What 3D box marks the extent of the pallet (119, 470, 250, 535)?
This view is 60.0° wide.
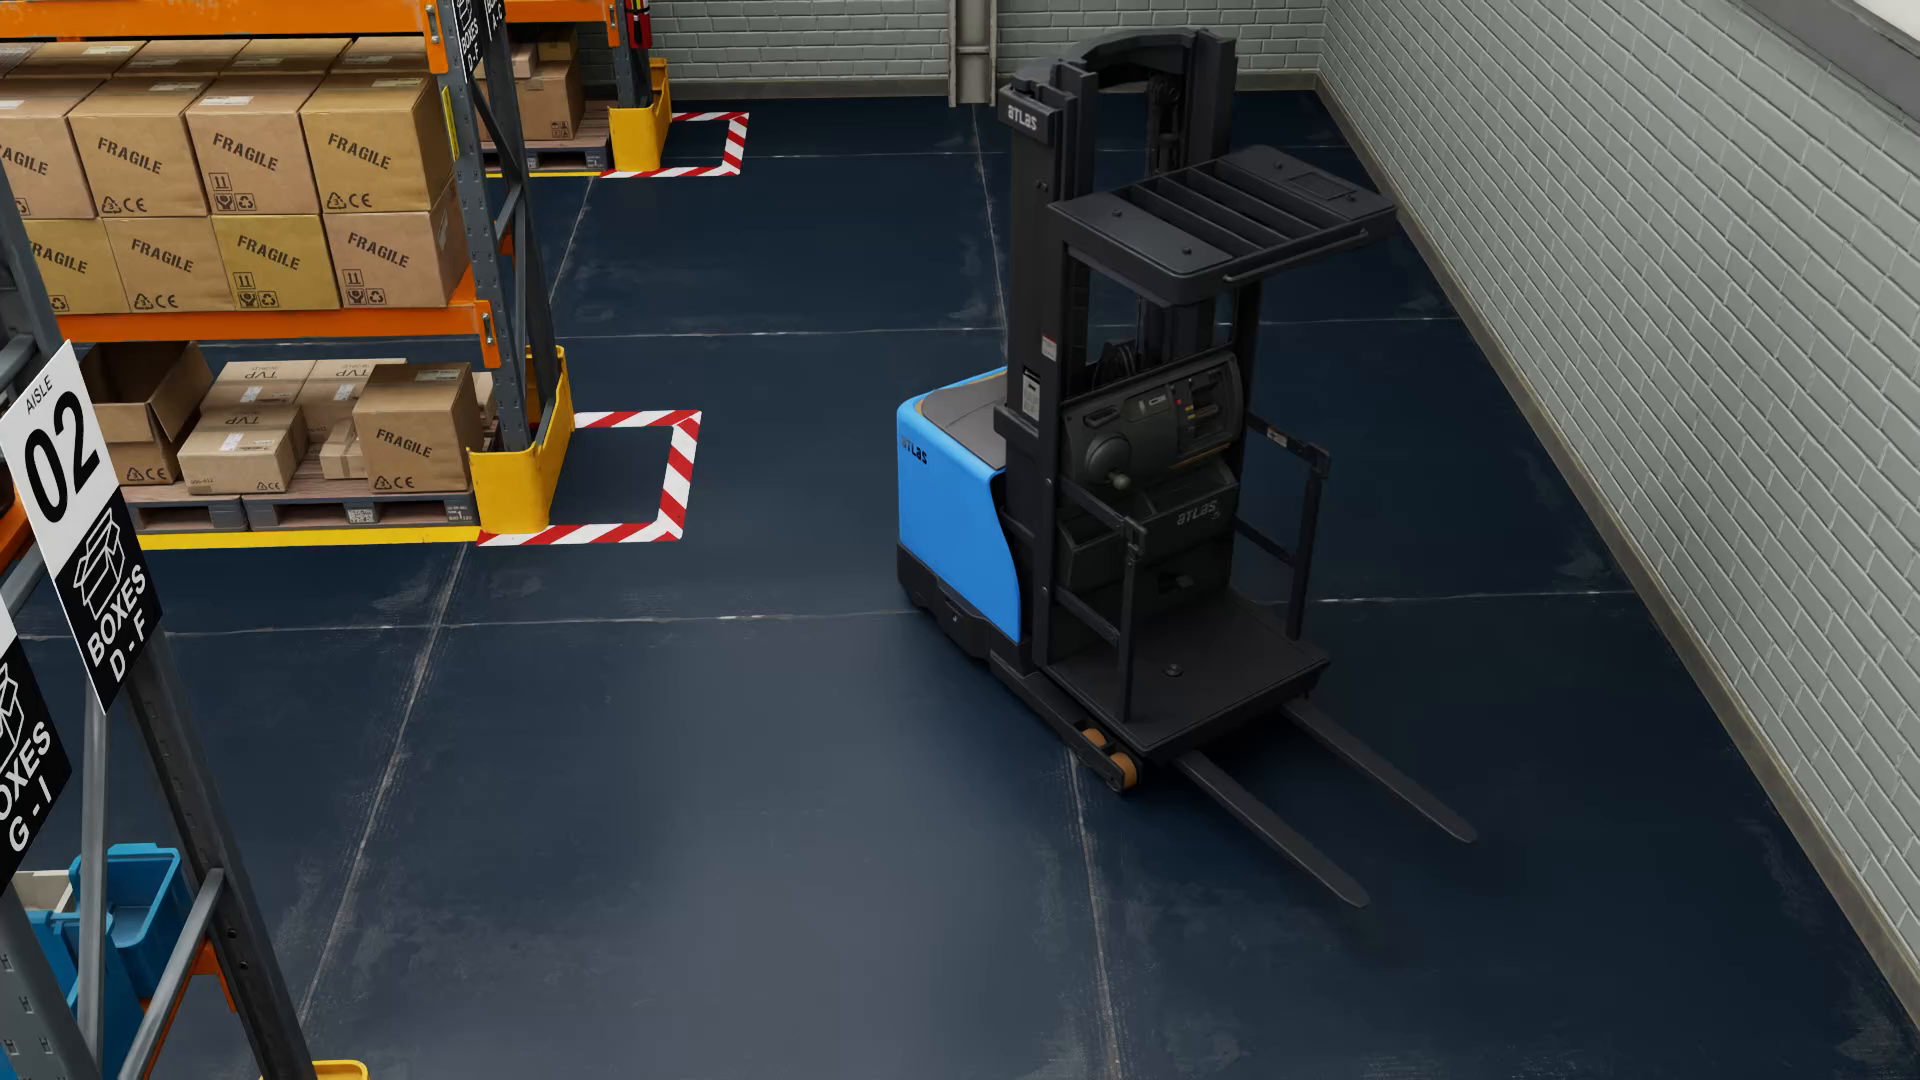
[{"bbox_3d":[-4.405,-0.397,9.138,1.213,0.211,1.003,-2,35,-2],"label":"pallet"}]

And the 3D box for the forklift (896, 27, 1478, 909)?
[{"bbox_3d":[0.938,-0.435,6.802,1.130,2.935,3.031,-22,40,-28],"label":"forklift"}]

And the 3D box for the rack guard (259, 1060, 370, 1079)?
[{"bbox_3d":[-2.063,2.237,5.079,0.348,0.500,1.175,-2,35,-2],"label":"rack guard"}]

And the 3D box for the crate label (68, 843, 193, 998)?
[{"bbox_3d":[-2.348,1.081,4.647,0.303,0.233,0.416,-2,35,-2],"label":"crate label"}]

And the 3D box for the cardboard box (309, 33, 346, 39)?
[{"bbox_3d":[-4.911,-3.818,12.889,0.250,0.149,0.380,-1,35,-2],"label":"cardboard box"}]

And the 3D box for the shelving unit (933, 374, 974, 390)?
[{"bbox_3d":[-0.025,-0.394,8.528,0.210,0.900,0.258,-2,35,-3],"label":"shelving unit"}]

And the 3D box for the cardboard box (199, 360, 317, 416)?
[{"bbox_3d":[-3.872,-0.769,9.255,0.500,0.250,0.500,-2,35,-2],"label":"cardboard box"}]

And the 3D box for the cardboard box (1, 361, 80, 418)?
[{"bbox_3d":[-5.007,-0.763,9.193,0.500,0.311,0.500,-2,35,-2],"label":"cardboard box"}]

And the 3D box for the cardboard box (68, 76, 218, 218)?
[{"bbox_3d":[-3.770,-1.852,7.824,0.500,0.500,0.500,-1,35,-1],"label":"cardboard box"}]

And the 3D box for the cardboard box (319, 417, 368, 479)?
[{"bbox_3d":[-3.257,-0.500,8.940,0.250,0.166,0.380,-2,35,-2],"label":"cardboard box"}]

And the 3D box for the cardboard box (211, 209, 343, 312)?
[{"bbox_3d":[-3.269,-1.457,8.132,0.500,0.500,0.500,-1,35,-2],"label":"cardboard box"}]

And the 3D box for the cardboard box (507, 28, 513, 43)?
[{"bbox_3d":[-3.640,-3.853,12.940,0.250,0.149,0.380,-1,35,-2],"label":"cardboard box"}]

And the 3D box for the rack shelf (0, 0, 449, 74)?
[{"bbox_3d":[-4.314,-2.483,7.698,4.000,0.370,1.077,-2,35,-2],"label":"rack shelf"}]

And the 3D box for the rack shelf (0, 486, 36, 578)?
[{"bbox_3d":[-4.084,0.333,3.629,4.000,0.370,1.077,-2,35,-2],"label":"rack shelf"}]

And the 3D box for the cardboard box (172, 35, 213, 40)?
[{"bbox_3d":[-5.953,-3.789,12.847,0.250,0.149,0.380,-2,35,-3],"label":"cardboard box"}]

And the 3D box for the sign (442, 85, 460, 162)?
[{"bbox_3d":[-2.310,-1.889,7.548,0.005,0.325,0.100,-2,35,-2],"label":"sign"}]

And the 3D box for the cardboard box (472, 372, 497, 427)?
[{"bbox_3d":[-2.751,-0.792,9.376,0.250,0.149,0.380,-2,35,-2],"label":"cardboard box"}]

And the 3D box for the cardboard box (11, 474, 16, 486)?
[{"bbox_3d":[-5.019,-0.424,8.830,0.250,0.166,0.380,-2,35,-2],"label":"cardboard box"}]

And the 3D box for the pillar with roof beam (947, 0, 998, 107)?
[{"bbox_3d":[0.305,-4.999,8.065,0.400,9.000,9.100,-2,35,-2],"label":"pillar with roof beam"}]

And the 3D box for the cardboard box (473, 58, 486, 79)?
[{"bbox_3d":[-3.624,-3.636,12.626,0.250,0.149,0.380,-1,35,-1],"label":"cardboard box"}]

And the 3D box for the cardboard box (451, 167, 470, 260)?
[{"bbox_3d":[-2.772,-1.778,8.595,0.500,0.500,0.500,-1,35,-1],"label":"cardboard box"}]

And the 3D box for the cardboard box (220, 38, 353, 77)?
[{"bbox_3d":[-3.294,-2.171,8.284,0.500,0.500,0.500,-1,35,-2],"label":"cardboard box"}]

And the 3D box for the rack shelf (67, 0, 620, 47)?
[{"bbox_3d":[-4.553,-4.065,12.620,4.000,0.370,1.077,-2,35,-2],"label":"rack shelf"}]

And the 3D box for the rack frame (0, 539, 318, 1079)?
[{"bbox_3d":[-2.086,1.217,4.356,0.127,3.000,1.000,-2,35,-2],"label":"rack frame"}]

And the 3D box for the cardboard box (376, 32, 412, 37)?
[{"bbox_3d":[-4.400,-3.832,12.909,0.250,0.149,0.380,-1,35,-2],"label":"cardboard box"}]

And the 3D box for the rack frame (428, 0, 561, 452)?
[{"bbox_3d":[-2.317,-1.599,8.424,0.127,3.000,1.000,-2,35,-2],"label":"rack frame"}]

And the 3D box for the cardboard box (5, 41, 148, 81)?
[{"bbox_3d":[-4.302,-2.146,8.248,0.500,0.500,0.500,-2,35,-3],"label":"cardboard box"}]

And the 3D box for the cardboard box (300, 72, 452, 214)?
[{"bbox_3d":[-2.748,-1.883,7.868,0.500,0.500,0.500,-2,35,-3],"label":"cardboard box"}]

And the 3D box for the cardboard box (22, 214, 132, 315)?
[{"bbox_3d":[-4.271,-1.433,8.097,0.500,0.500,0.500,-2,35,-3],"label":"cardboard box"}]

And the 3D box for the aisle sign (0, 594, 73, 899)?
[{"bbox_3d":[-2.000,0.313,3.378,0.004,0.787,0.394,-2,35,-2],"label":"aisle sign"}]

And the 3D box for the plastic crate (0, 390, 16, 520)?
[{"bbox_3d":[-2.484,-0.111,3.753,0.590,0.269,0.497,-2,35,-2],"label":"plastic crate"}]

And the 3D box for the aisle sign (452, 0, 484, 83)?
[{"bbox_3d":[-2.234,-2.496,7.436,0.004,0.787,0.394,-2,35,-2],"label":"aisle sign"}]

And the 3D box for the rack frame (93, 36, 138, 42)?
[{"bbox_3d":[-6.550,-4.307,12.337,0.127,3.000,1.000,-2,35,-2],"label":"rack frame"}]

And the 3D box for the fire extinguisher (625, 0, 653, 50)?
[{"bbox_3d":[-2.382,-3.971,12.248,0.183,0.674,0.296,-2,35,-2],"label":"fire extinguisher"}]

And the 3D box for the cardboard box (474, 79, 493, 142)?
[{"bbox_3d":[-3.749,-3.470,12.956,0.500,0.500,0.700,-2,35,-2],"label":"cardboard box"}]
